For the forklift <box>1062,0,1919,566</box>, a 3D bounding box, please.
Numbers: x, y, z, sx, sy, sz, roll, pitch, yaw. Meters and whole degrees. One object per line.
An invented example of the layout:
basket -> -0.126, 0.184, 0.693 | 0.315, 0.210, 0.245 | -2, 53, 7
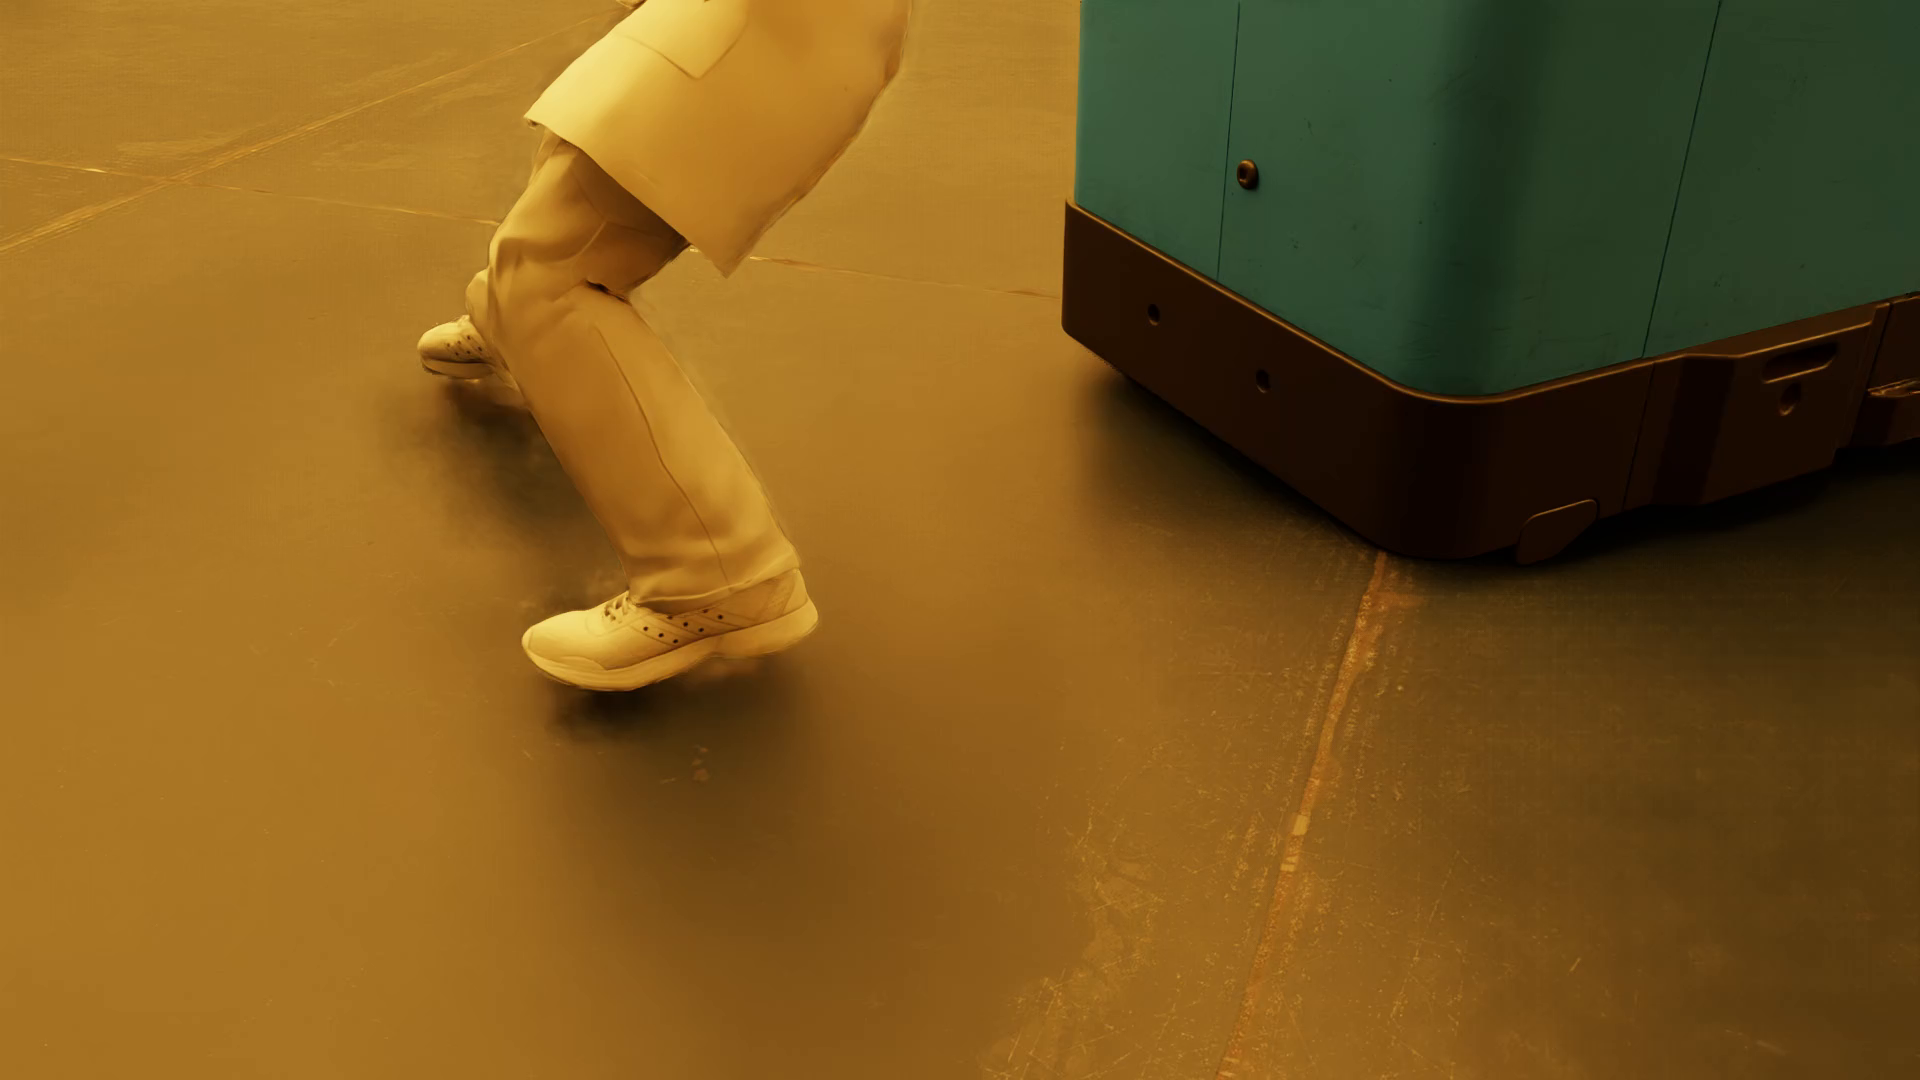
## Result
forklift -> 1.737, -1.735, 2.589 | 3.031, 2.935, 1.130 | -14, 32, -23

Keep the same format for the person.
person -> -0.565, -0.732, 2.207 | 1.003, 1.524, 1.058 | 6, 30, 11
